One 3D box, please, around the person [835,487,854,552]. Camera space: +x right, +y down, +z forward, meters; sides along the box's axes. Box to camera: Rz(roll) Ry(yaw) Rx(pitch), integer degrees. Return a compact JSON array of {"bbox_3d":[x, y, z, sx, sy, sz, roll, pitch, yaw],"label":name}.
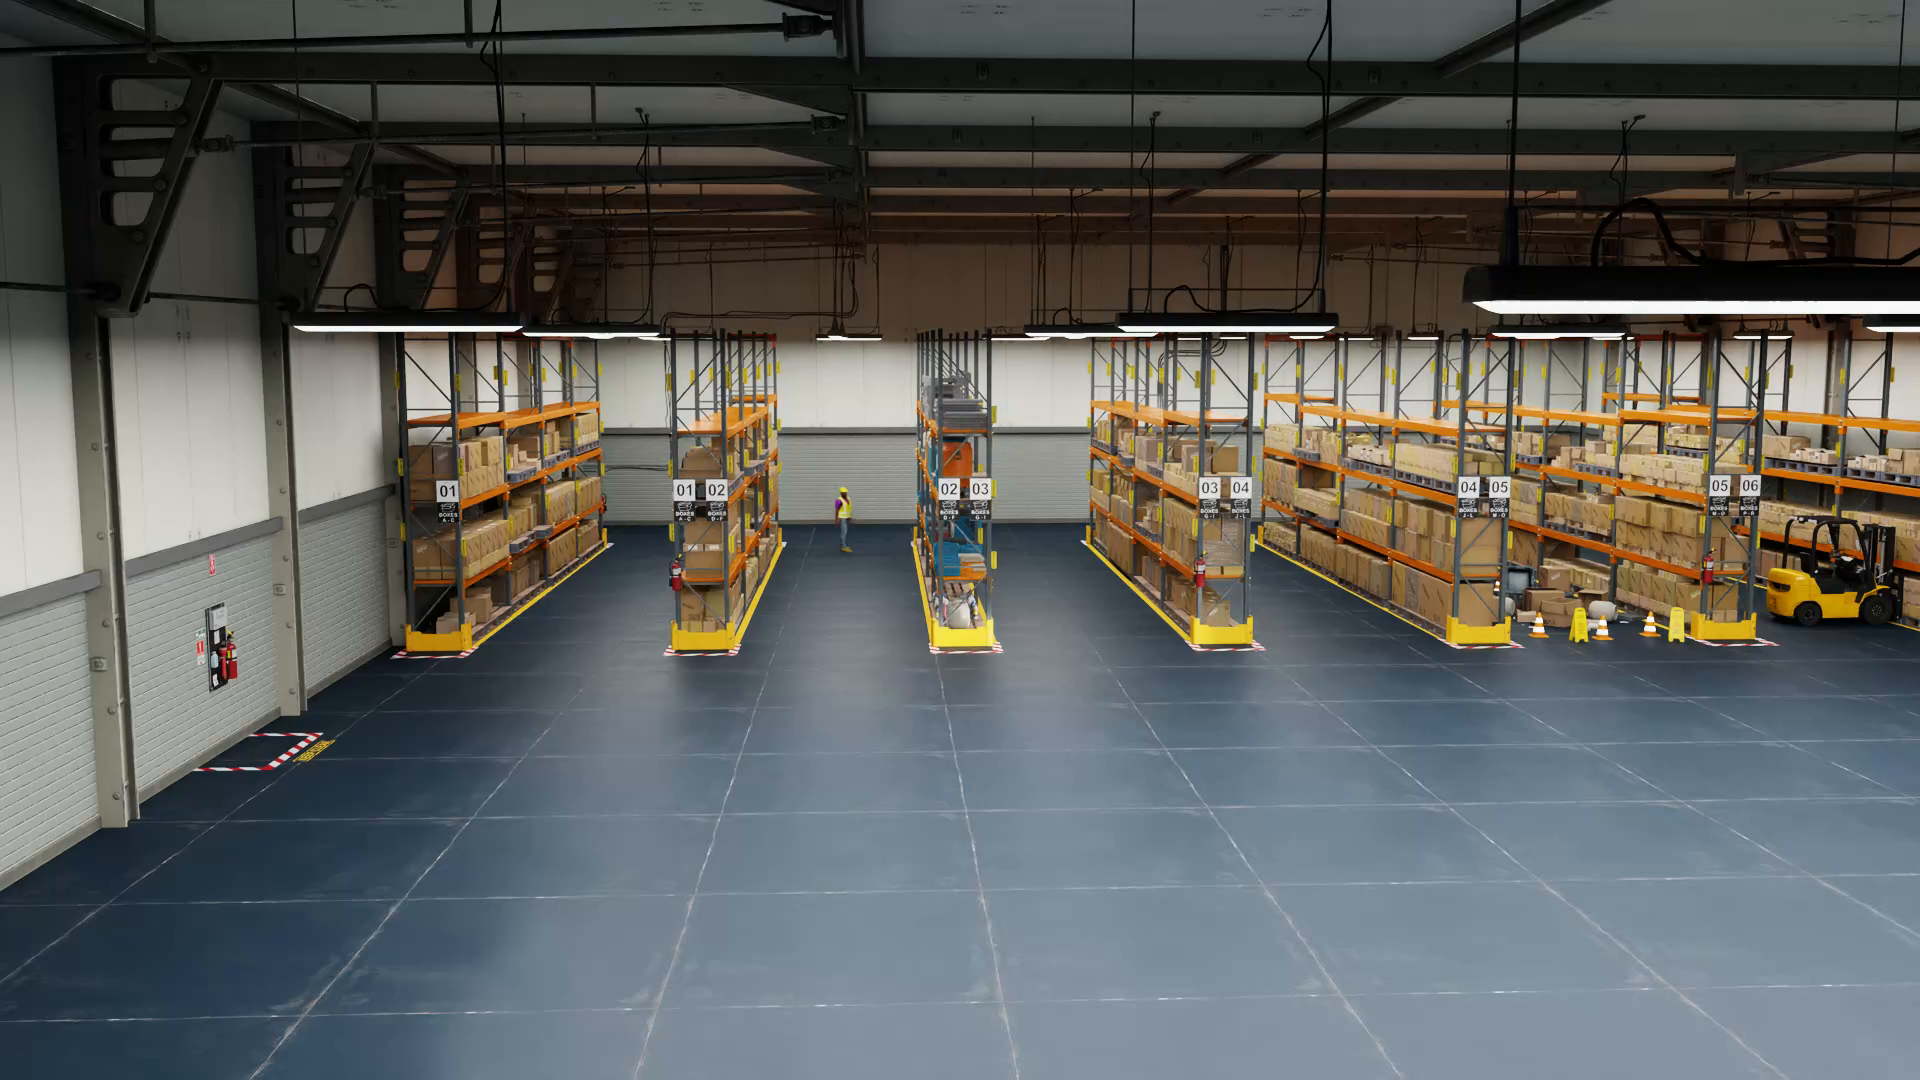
[{"bbox_3d":[-3.147,-0.581,46.123,0.541,1.785,0.603,3,7,25],"label":"person"}]
